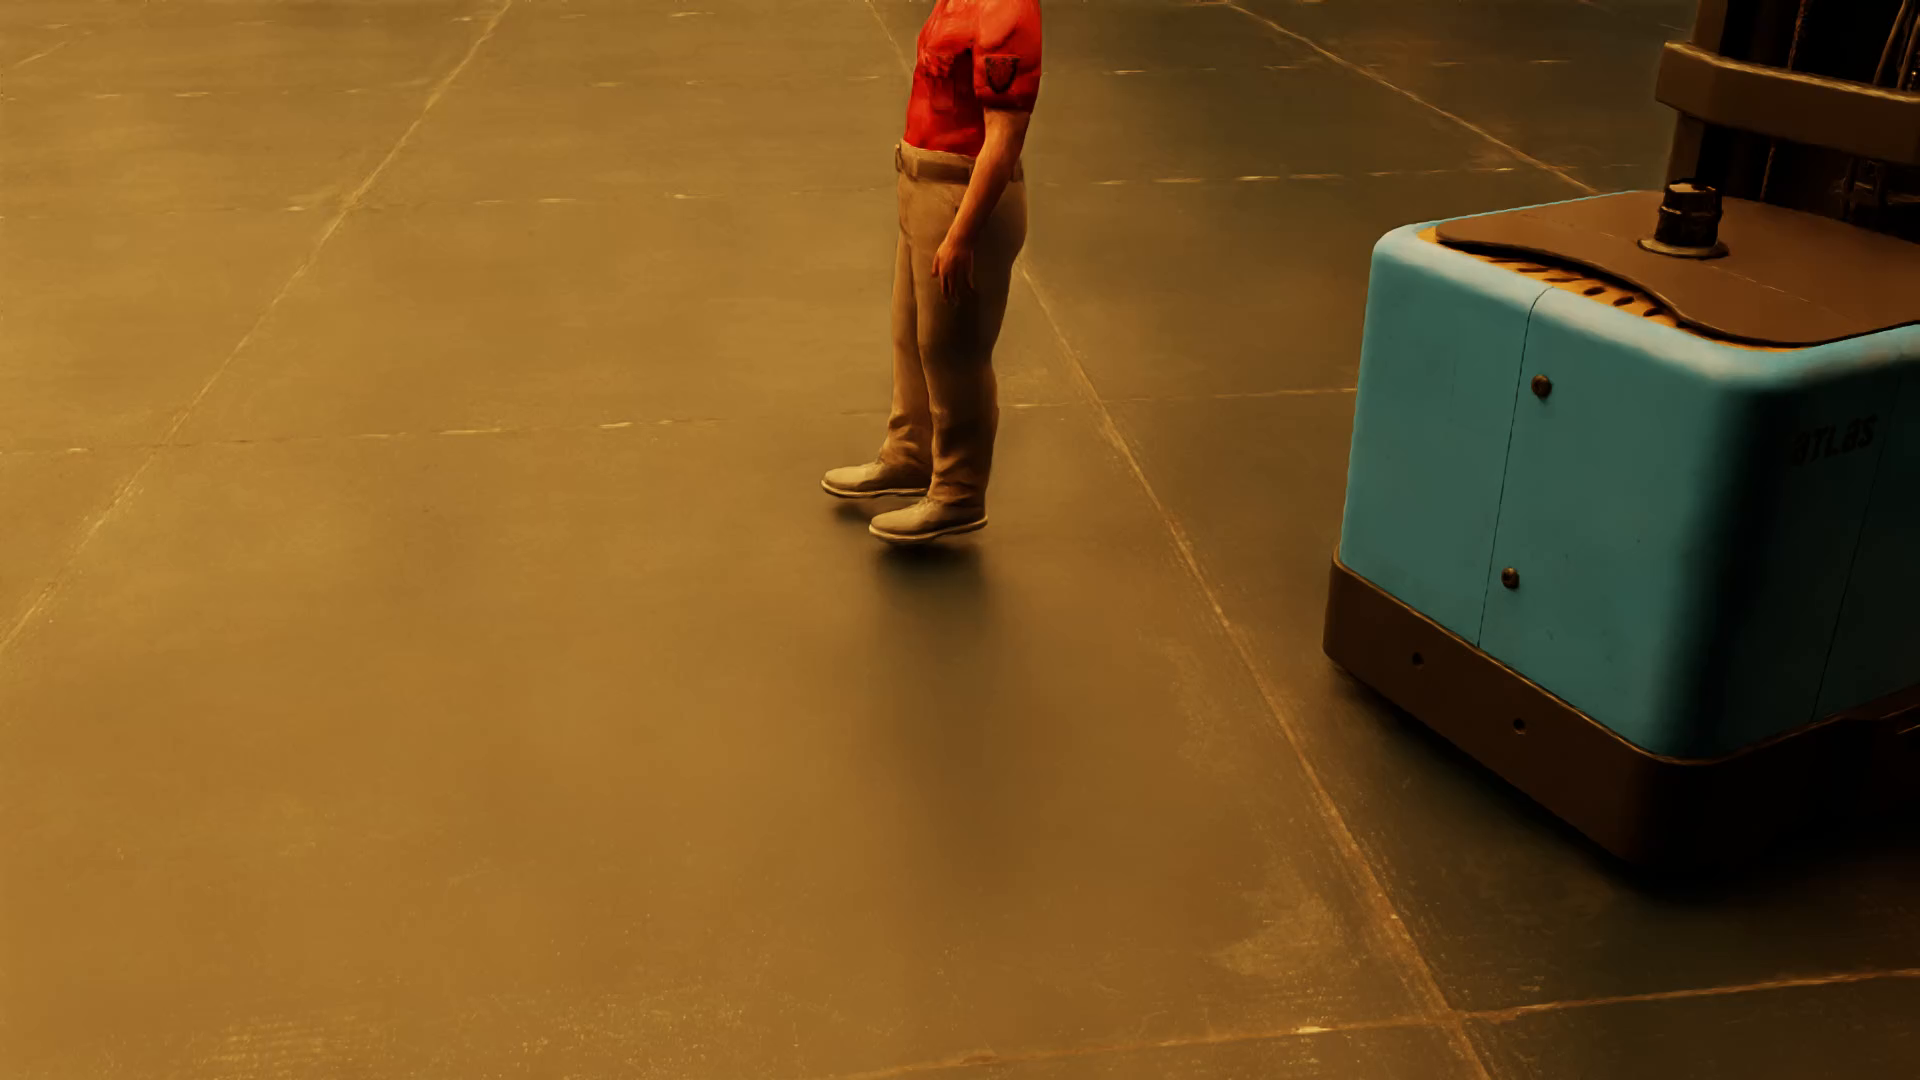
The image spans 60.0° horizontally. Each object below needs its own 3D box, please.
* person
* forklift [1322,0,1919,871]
[{"bbox_3d":[-0.091,-0.821,4.210,0.550,1.727,0.640,-3,26,-7],"label":"person"},{"bbox_3d":[2.402,-1.118,3.550,3.031,2.935,1.130,-13,29,-25],"label":"forklift"}]
